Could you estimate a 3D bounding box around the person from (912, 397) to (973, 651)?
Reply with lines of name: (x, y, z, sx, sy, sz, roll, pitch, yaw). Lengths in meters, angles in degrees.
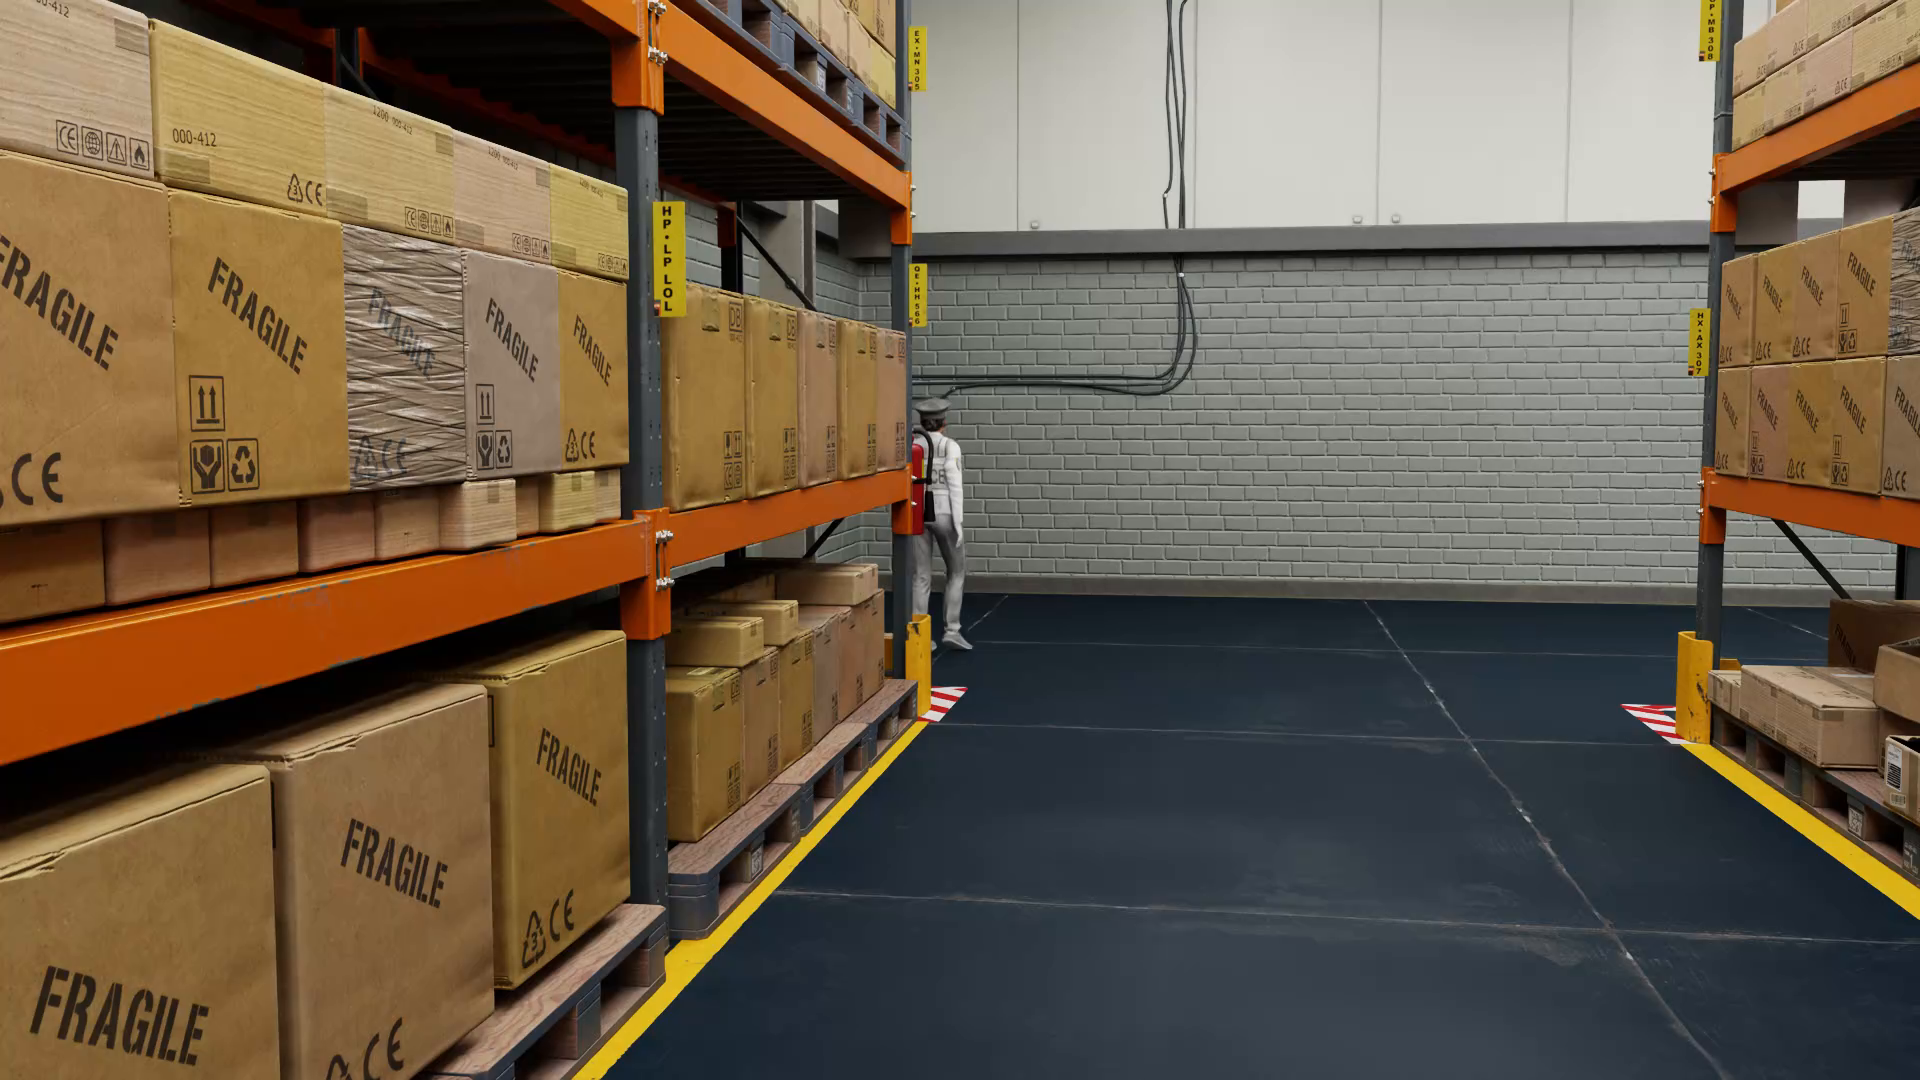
person: (-0.196, -0.077, 10.929, 0.508, 1.715, 0.576, 2, 5, 18)
